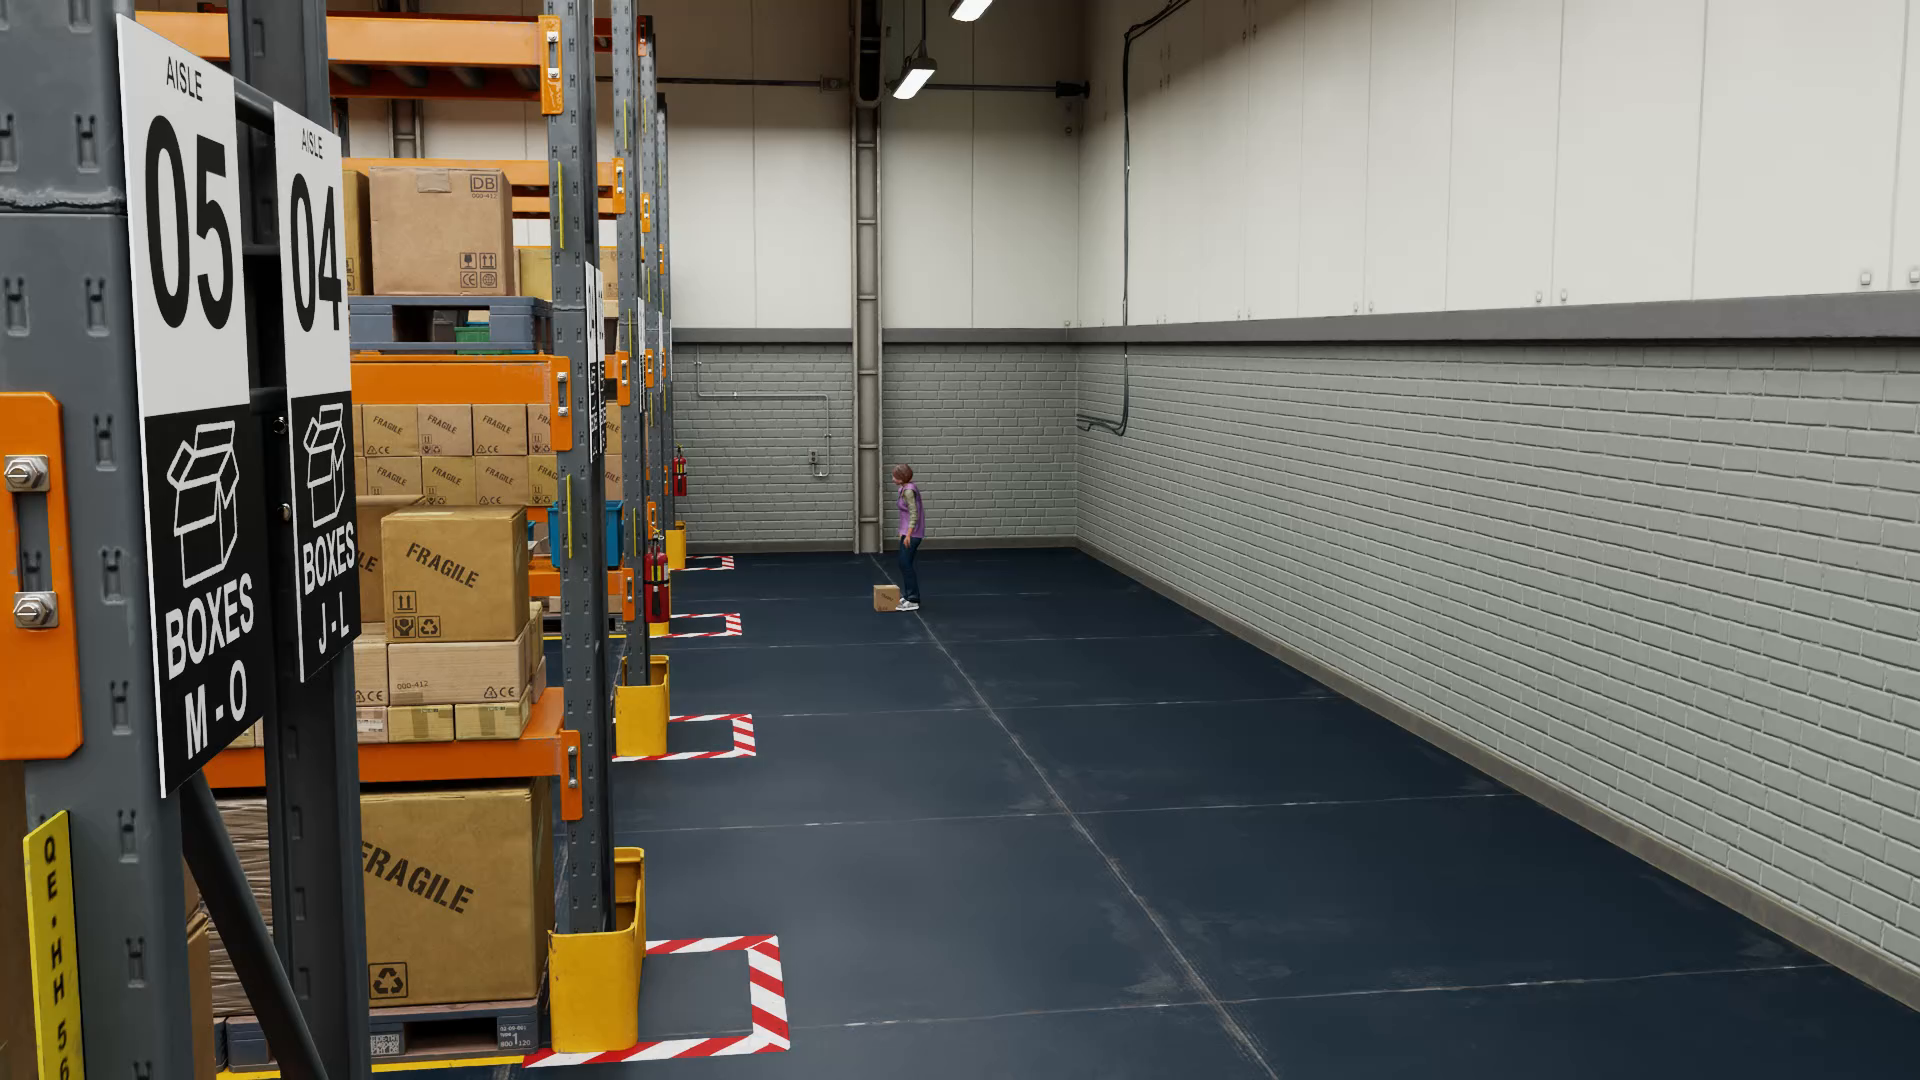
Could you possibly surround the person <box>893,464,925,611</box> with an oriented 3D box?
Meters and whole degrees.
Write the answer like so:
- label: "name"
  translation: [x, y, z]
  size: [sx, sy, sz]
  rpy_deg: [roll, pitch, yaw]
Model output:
- label: "person"
  translation: [-0.563, -0.038, 18.106]
  size: [0.345, 1.591, 0.459]
  rpy_deg: [-1, 7, -10]
